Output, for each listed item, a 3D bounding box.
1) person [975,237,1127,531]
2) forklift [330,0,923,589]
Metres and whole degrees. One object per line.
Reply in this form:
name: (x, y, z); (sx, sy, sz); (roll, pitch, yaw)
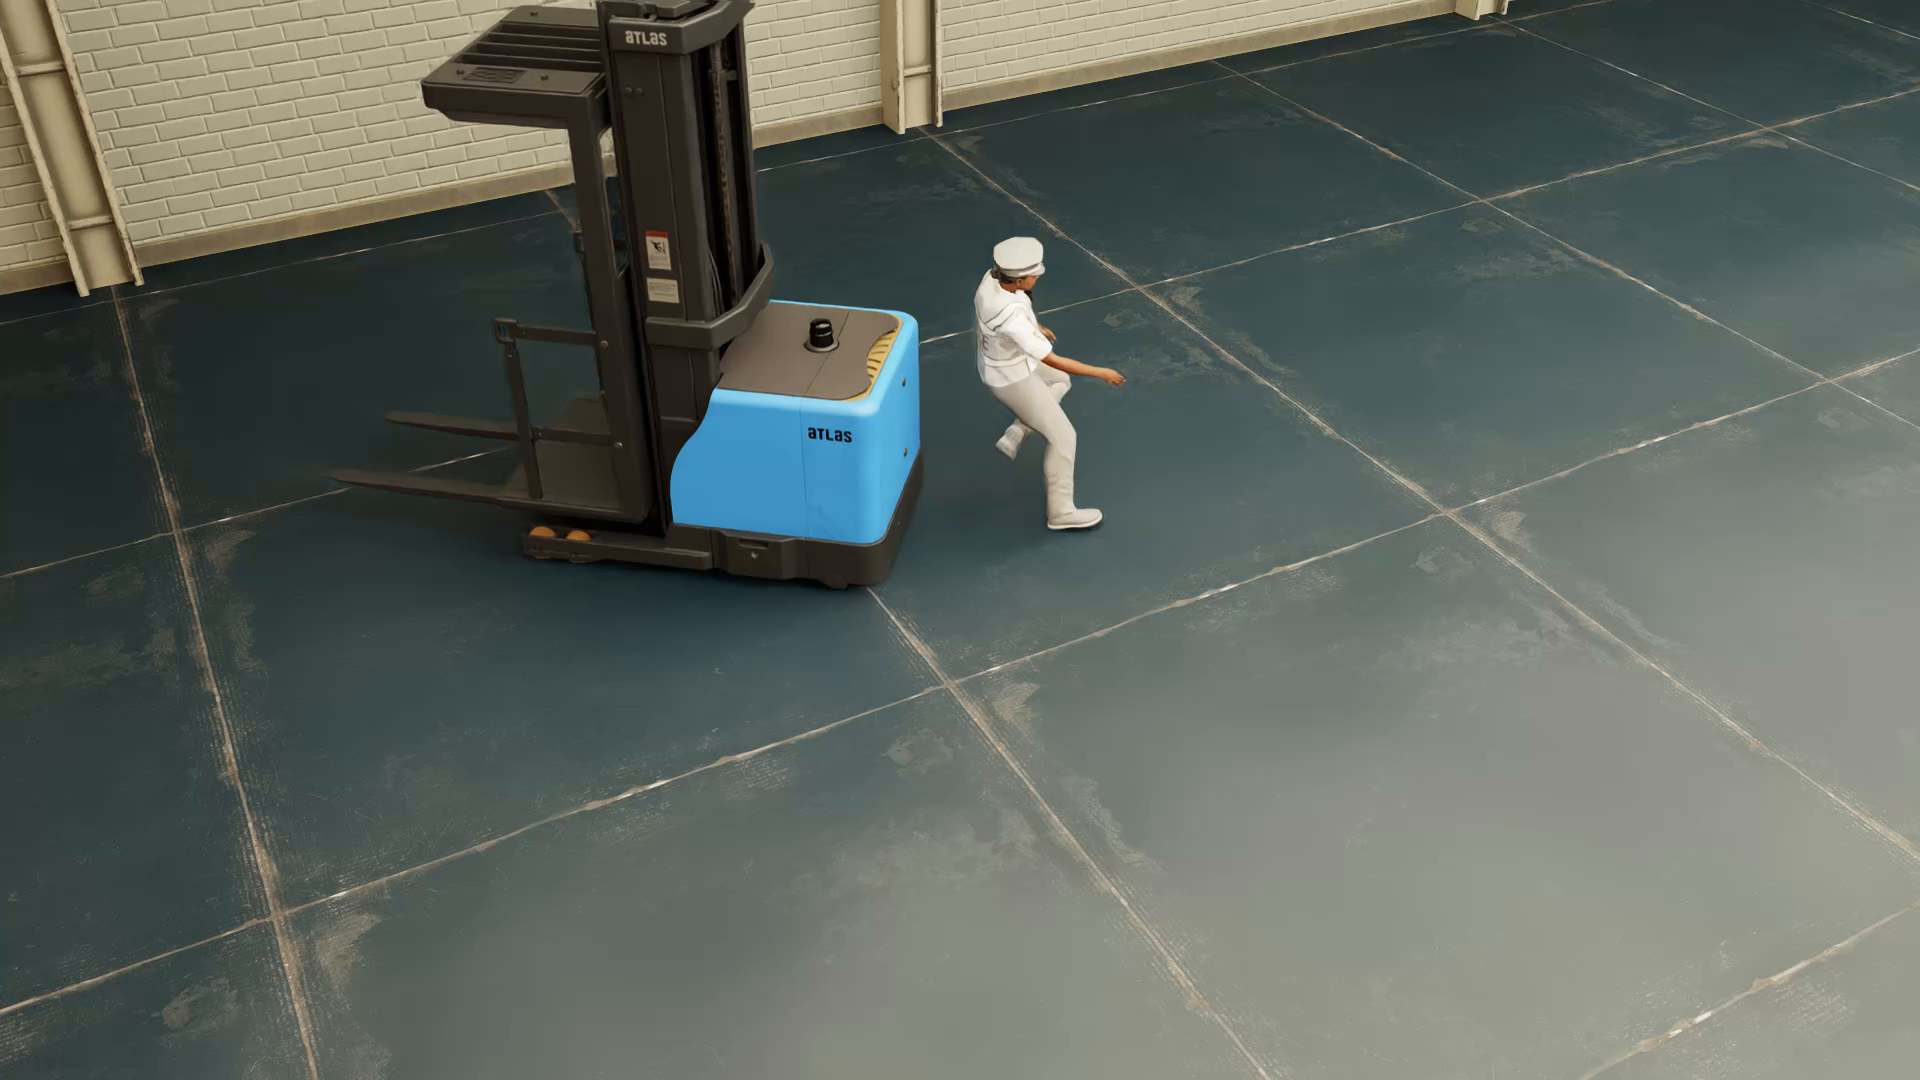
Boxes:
person: (0.453, -0.858, 8.576); (0.723, 1.493, 0.750); (-5, 36, -8)
forklift: (-1.768, -1.368, 8.059); (3.031, 2.935, 1.130); (6, 36, 9)
